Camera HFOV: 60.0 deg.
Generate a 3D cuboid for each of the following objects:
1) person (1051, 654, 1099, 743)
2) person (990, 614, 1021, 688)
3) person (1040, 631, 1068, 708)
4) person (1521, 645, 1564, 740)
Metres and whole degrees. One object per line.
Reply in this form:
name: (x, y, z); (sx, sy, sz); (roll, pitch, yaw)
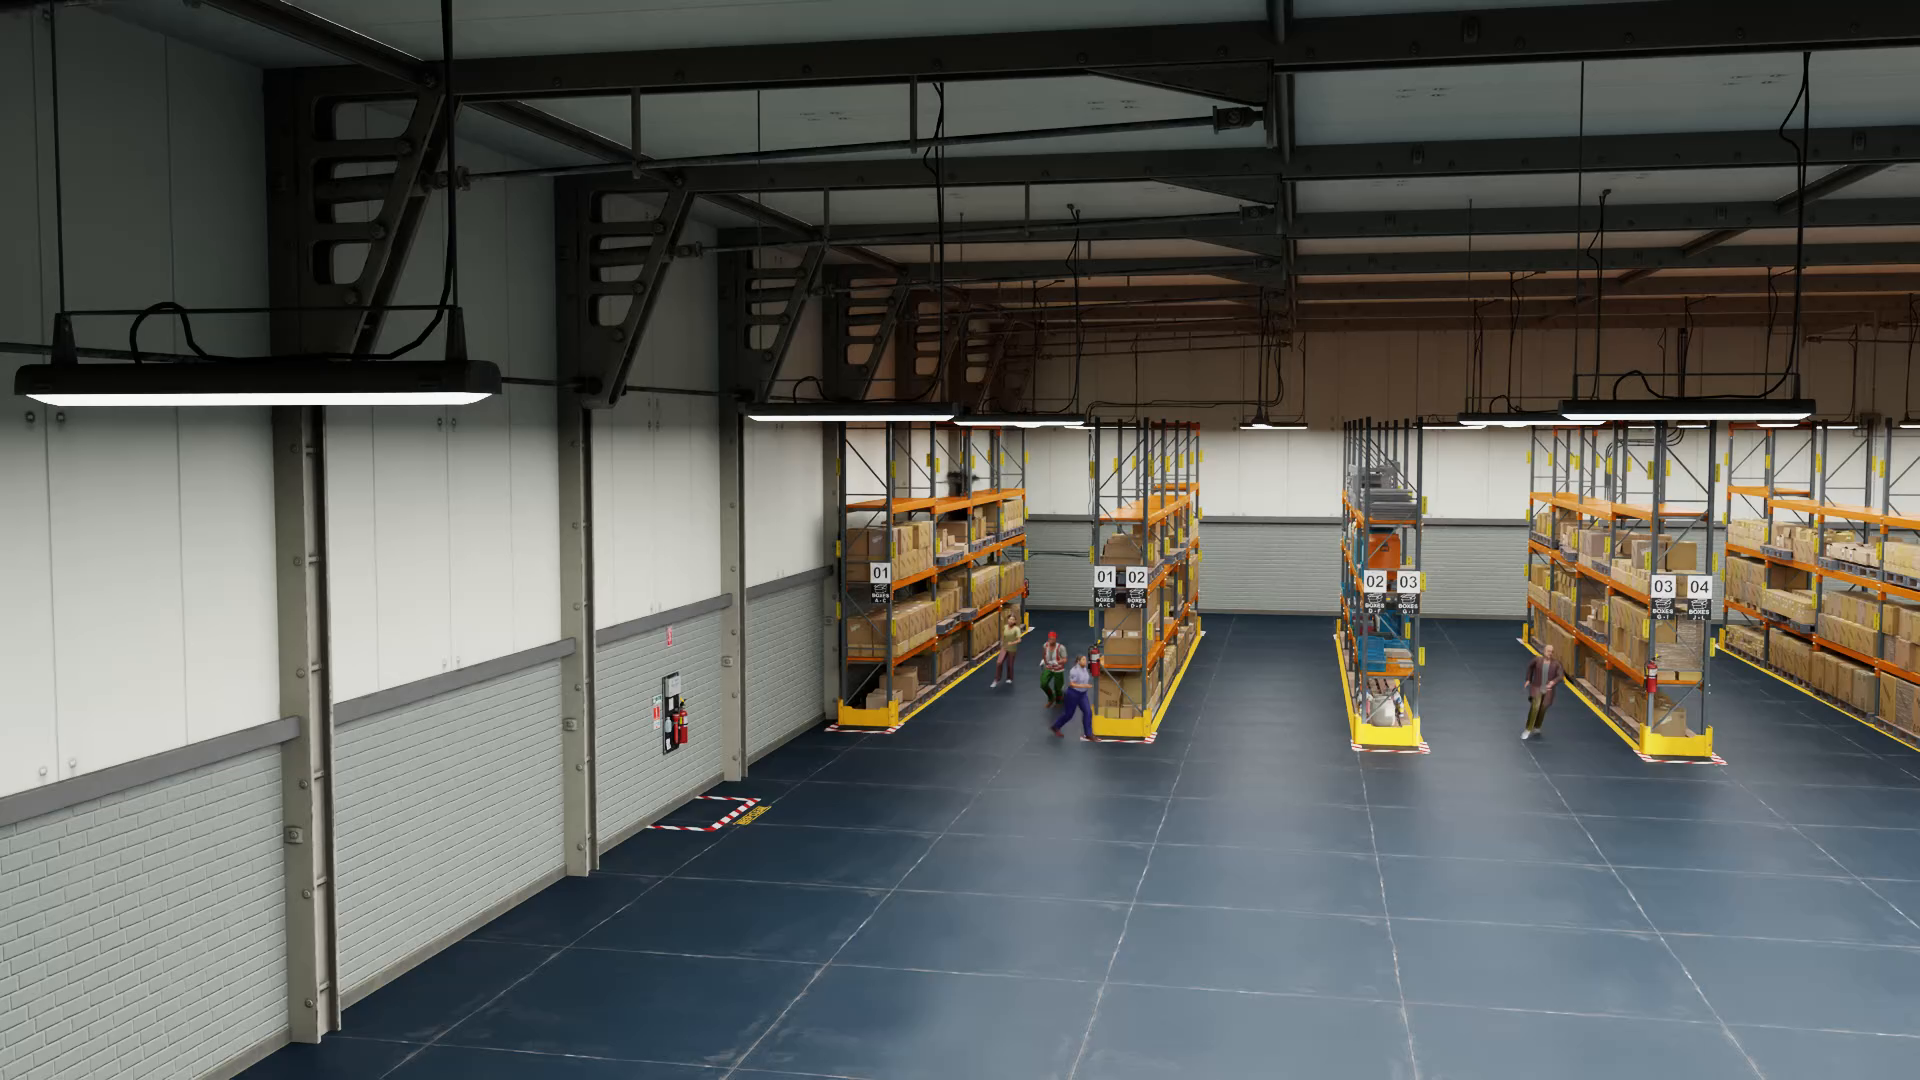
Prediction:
person: (2.114, 2.913, 30.762); (0.946, 1.627, 0.555); (3, 5, 41)
person: (1.091, 2.472, 37.226); (0.645, 1.638, 0.781); (1, 4, 19)
person: (1.905, 2.669, 34.080); (0.703, 1.644, 0.963); (1, 4, 21)
person: (10.851, 2.818, 31.001); (0.751, 1.746, 0.900); (1, 4, 16)
